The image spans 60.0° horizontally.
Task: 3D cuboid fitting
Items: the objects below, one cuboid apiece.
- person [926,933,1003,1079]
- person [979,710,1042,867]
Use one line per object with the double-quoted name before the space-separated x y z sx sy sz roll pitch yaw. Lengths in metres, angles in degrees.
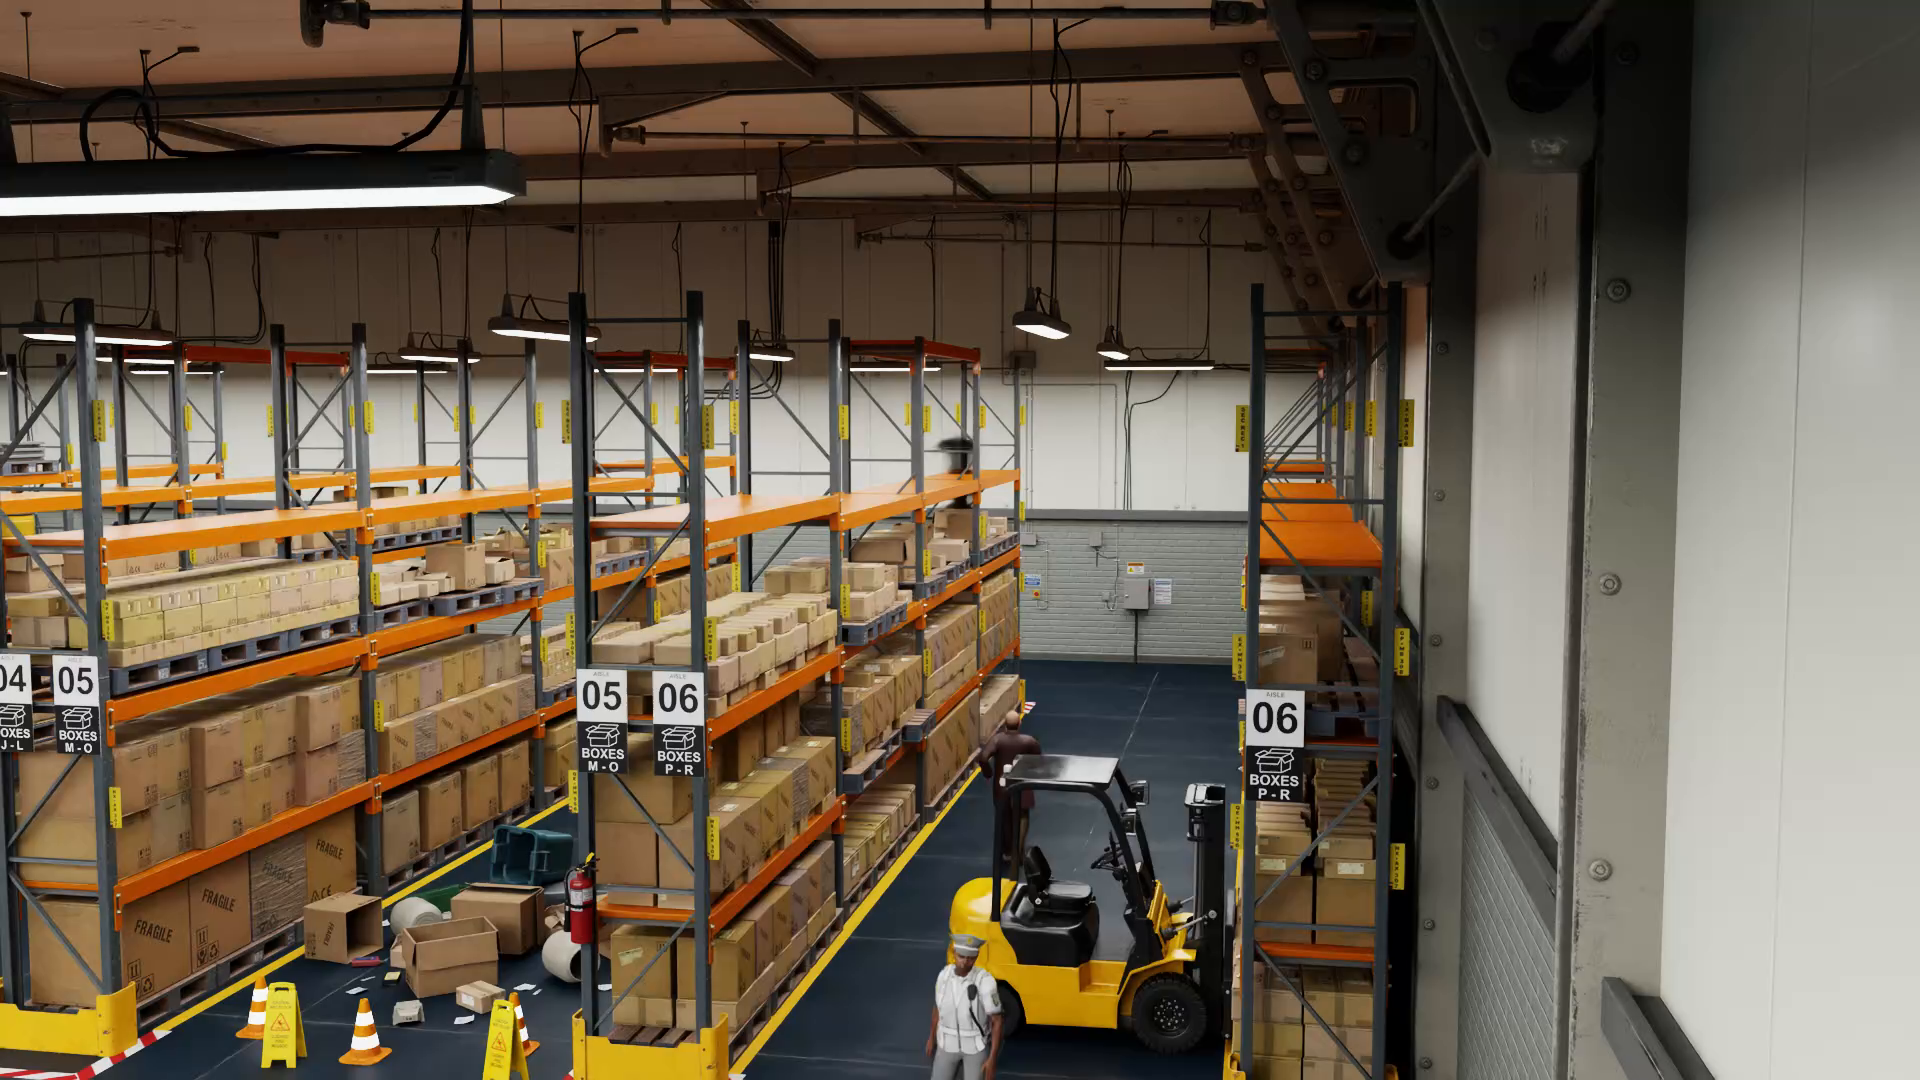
"person" 0.015 3.435 11.302 0.627 1.652 0.666 1 5 15
"person" 0.587 2.774 18.607 0.712 1.755 1.030 1 5 7
